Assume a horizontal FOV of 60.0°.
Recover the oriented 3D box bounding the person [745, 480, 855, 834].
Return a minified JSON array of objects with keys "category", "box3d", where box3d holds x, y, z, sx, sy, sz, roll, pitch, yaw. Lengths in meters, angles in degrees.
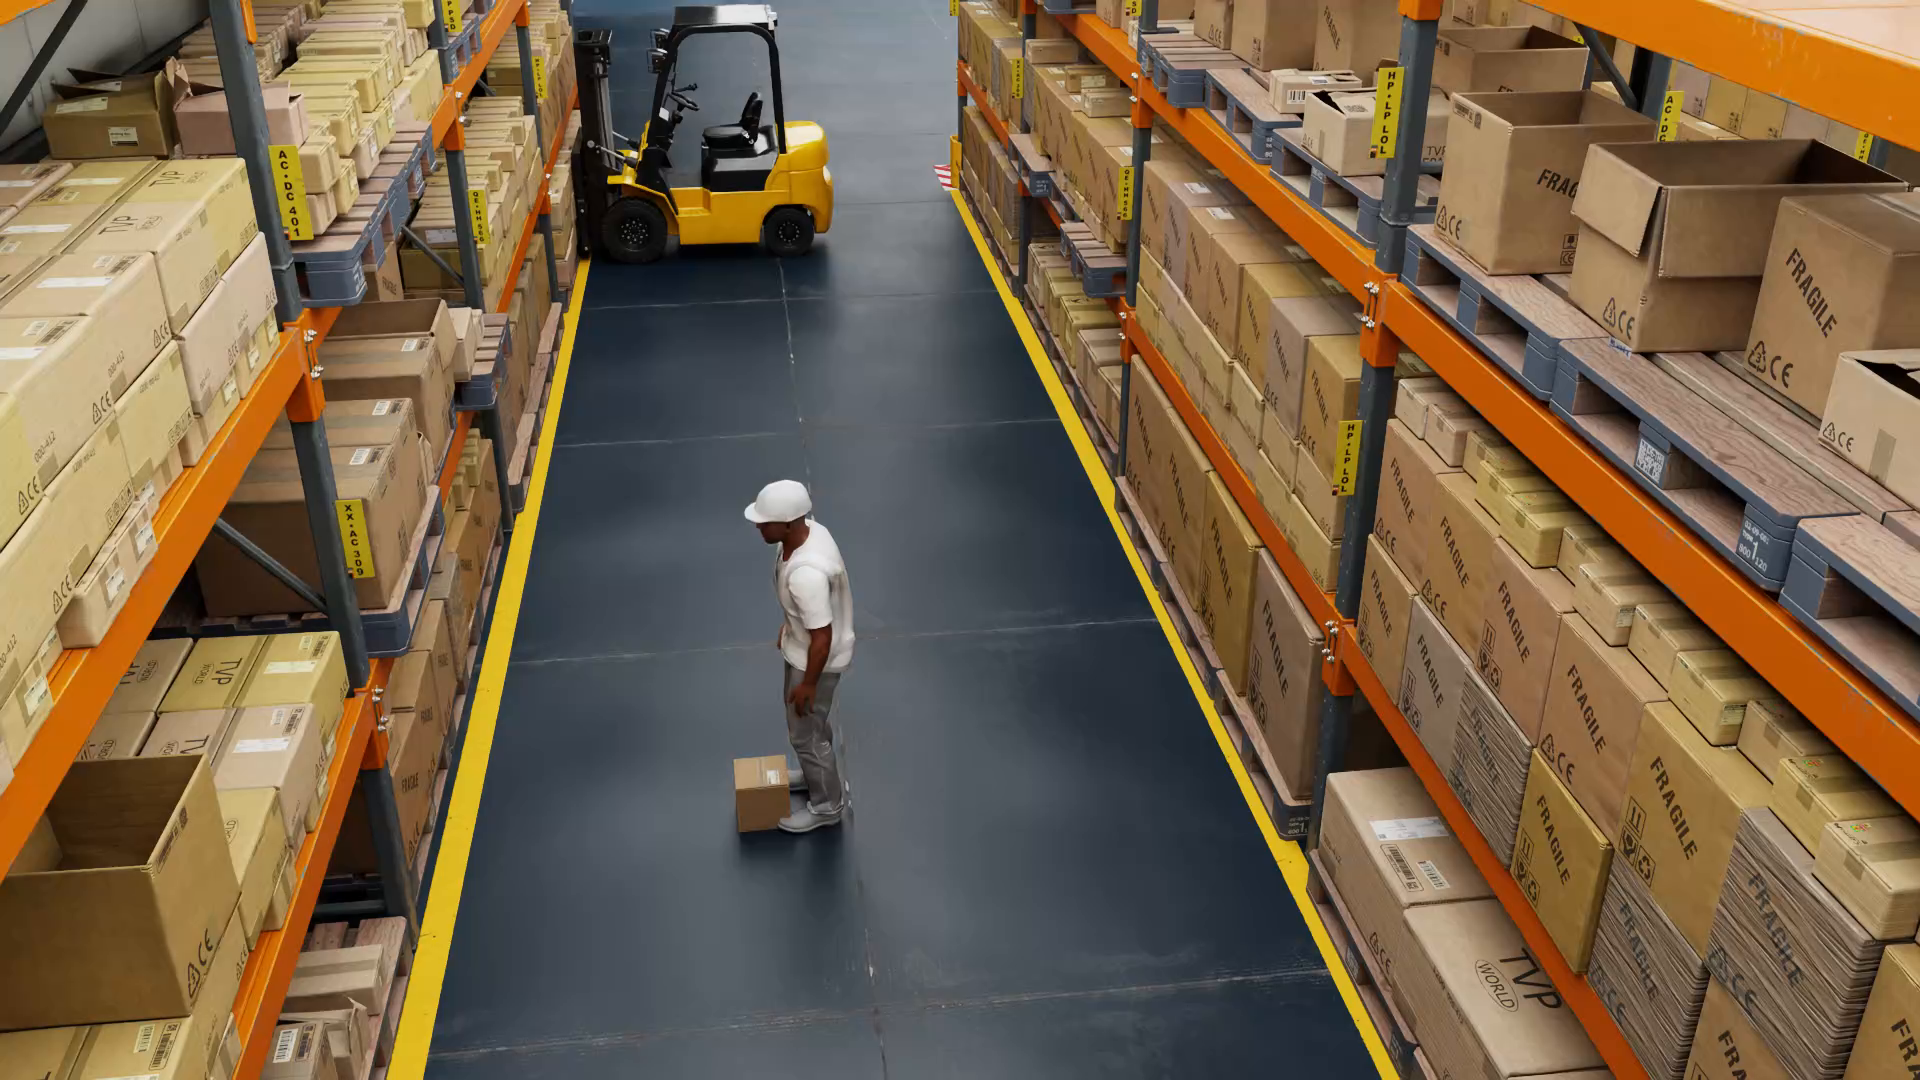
[{"category":"person","box3d":[-0.712,0.517,7.582,0.454,1.761,0.635,-5,27,-9]}]
